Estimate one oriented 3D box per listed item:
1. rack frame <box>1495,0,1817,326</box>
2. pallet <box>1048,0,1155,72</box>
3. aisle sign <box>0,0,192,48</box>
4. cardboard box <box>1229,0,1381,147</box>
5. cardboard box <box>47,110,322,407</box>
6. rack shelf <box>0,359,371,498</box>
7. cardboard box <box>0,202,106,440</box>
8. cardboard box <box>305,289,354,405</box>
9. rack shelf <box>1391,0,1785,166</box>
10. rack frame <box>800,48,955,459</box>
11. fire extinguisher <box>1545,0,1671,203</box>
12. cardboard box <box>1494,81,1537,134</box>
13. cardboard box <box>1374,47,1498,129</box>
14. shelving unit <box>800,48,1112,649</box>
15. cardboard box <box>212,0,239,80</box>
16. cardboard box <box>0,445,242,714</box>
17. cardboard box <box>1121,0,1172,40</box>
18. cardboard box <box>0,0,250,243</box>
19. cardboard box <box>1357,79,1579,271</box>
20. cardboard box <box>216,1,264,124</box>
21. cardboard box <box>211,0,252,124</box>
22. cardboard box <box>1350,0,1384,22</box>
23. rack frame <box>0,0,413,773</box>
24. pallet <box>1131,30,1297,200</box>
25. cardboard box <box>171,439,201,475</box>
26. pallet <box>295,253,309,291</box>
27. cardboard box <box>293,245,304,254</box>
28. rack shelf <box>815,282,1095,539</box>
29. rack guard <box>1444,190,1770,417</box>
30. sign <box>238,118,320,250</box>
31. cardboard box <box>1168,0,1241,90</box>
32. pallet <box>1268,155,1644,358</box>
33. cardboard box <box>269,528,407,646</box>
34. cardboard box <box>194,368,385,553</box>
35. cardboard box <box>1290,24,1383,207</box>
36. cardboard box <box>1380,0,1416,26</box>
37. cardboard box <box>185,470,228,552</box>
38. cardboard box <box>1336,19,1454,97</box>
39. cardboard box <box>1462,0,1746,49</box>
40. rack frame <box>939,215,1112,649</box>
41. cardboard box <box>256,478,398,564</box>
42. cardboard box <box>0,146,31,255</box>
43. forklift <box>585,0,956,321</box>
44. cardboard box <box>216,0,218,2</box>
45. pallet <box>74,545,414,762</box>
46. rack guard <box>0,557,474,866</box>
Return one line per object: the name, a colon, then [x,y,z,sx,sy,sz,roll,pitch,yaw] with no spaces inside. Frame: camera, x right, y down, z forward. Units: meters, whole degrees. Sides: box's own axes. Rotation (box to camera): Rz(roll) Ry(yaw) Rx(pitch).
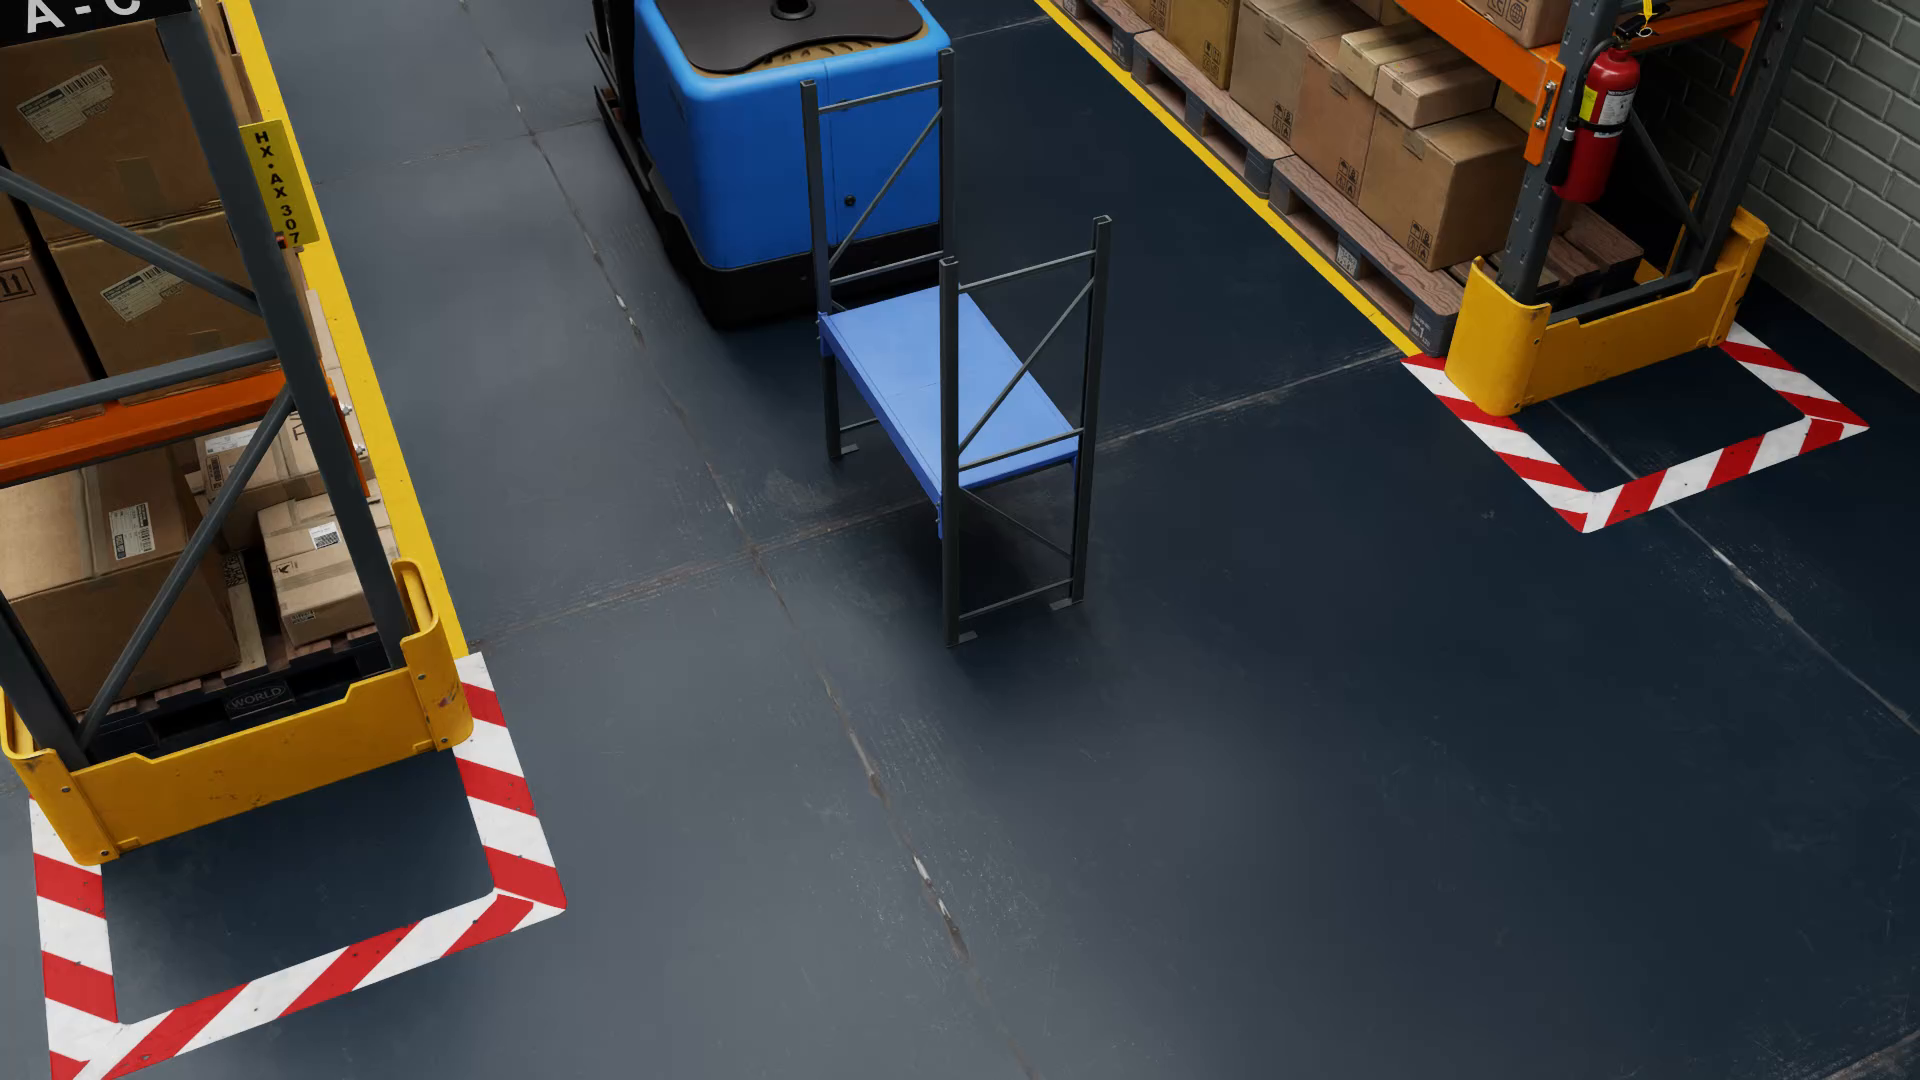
rack frame: [2.435,-1.810,5.449,1.000,3.000,0.127,-18,47,-17]
pallet: [1.002,-2.859,8.497,1.003,0.211,1.213,-18,47,-17]
aisle sign: [-1.762,-1.314,3.095,0.394,0.787,0.004,-18,47,-17]
cardboard box: [1.628,-2.126,7.250,0.700,0.500,0.500,-19,48,-19]
cardboard box: [-2.005,-0.741,4.295,0.500,0.500,0.500,-17,47,-17]
rack shelf: [-2.898,-1.364,5.509,1.077,0.370,4.000,-18,47,-17]
cardboard box: [-2.493,-0.586,4.137,0.500,0.500,0.500,-17,47,-16]
cardboard box: [-2.449,-0.591,5.857,0.500,0.250,0.500,-18,47,-17]
rack shelf: [1.594,-2.829,6.994,1.077,0.370,4.000,-18,47,-17]
rack frame: [-0.250,-0.912,5.607,0.500,1.500,0.032,-18,47,-17]
fire extinguisher: [2.080,-1.418,5.372,0.296,0.674,0.183,-18,47,-17]
cardboard box: [2.284,-1.697,6.353,0.380,0.149,0.250,-18,47,-17]
cardboard box: [1.831,-1.746,6.402,0.380,0.149,0.250,-19,48,-18]
shelving unit: [-0.036,-0.588,5.278,0.538,1.500,1.048,-18,47,-17]
cardboard box: [-2.644,-1.708,5.274,0.500,0.500,0.500,-17,47,-17]
cardboard box: [-2.510,0.114,4.965,0.500,0.500,0.500,-18,47,-17]
cardboard box: [1.183,-2.791,7.924,0.700,0.500,0.500,-18,48,-18]
cardboard box: [-2.005,-1.097,3.943,0.500,0.500,0.500,-17,47,-16]
cardboard box: [2.050,-1.487,6.602,0.700,0.500,0.500,-18,47,-17]
cardboard box: [-3.242,-1.882,6.988,0.500,0.500,0.500,-18,47,-17]
cardboard box: [-2.435,-1.389,4.951,0.500,0.500,0.500,-18,47,-18]
cardboard box: [1.858,-2.341,7.006,0.380,0.149,0.250,-17,47,-17]
rack frame: [-2.057,-0.345,3.964,1.000,3.000,0.127,-18,47,-17]
pallet: [1.519,-2.081,7.708,1.003,0.211,1.213,-18,47,-17]
cardboard box: [-2.882,-0.411,5.675,0.500,0.250,0.500,-18,47,-17]
pallet: [-2.935,-0.685,6.294,1.003,0.211,1.213,-18,47,-17]
cardboard box: [-2.927,-1.336,6.570,0.500,0.311,0.500,-18,47,-17]
rack shelf: [-0.036,-0.460,5.405,0.538,0.185,1.000,-18,47,-17]
rack guard: [2.446,-0.905,6.312,1.175,0.500,0.348,-18,47,-17]
sign: [-1.565,-0.814,3.823,0.100,0.325,0.005,-18,47,-17]
cardboard box: [1.397,-2.463,7.592,0.700,0.500,0.500,-17,47,-16]
pallet: [2.028,-1.304,6.922,1.003,0.211,1.213,-18,47,-17]
cardboard box: [-1.922,0.145,5.184,0.380,0.149,0.250,-18,47,-17]
cardboard box: [-2.239,-0.272,5.534,0.500,0.250,0.500,-18,47,-17]
cardboard box: [1.840,-1.806,6.925,0.700,0.500,0.500,-18,47,-18]
cardboard box: [1.966,-2.179,6.842,0.380,0.149,0.250,-18,47,-17]
cardboard box: [-2.598,-0.052,5.371,0.380,0.166,0.250,-18,47,-17]
cardboard box: [1.723,-1.908,6.567,0.380,0.149,0.250,-17,47,-16]
cardboard box: [2.212,-2.239,5.670,0.980,0.700,0.700,-16,47,-16]
rack frame: [0.178,-0.264,4.950,0.500,1.500,0.032,-18,47,-17]
cardboard box: [-2.027,-0.021,5.340,0.380,0.166,0.250,-18,47,-17]
cardboard box: [-2.494,-0.939,3.783,0.500,0.500,0.500,-18,48,-18]
forklift: [-1.036,-2.950,6.653,1.130,2.935,3.031,-16,47,-15]
cardboard box: [-3.722,-2.541,7.656,0.500,0.500,0.500,-20,48,-19]
pallet: [-2.426,0.091,5.507,1.003,0.211,1.213,-18,47,-17]
rack guard: [-2.089,0.496,4.891,1.175,0.500,0.348,-18,47,-17]
